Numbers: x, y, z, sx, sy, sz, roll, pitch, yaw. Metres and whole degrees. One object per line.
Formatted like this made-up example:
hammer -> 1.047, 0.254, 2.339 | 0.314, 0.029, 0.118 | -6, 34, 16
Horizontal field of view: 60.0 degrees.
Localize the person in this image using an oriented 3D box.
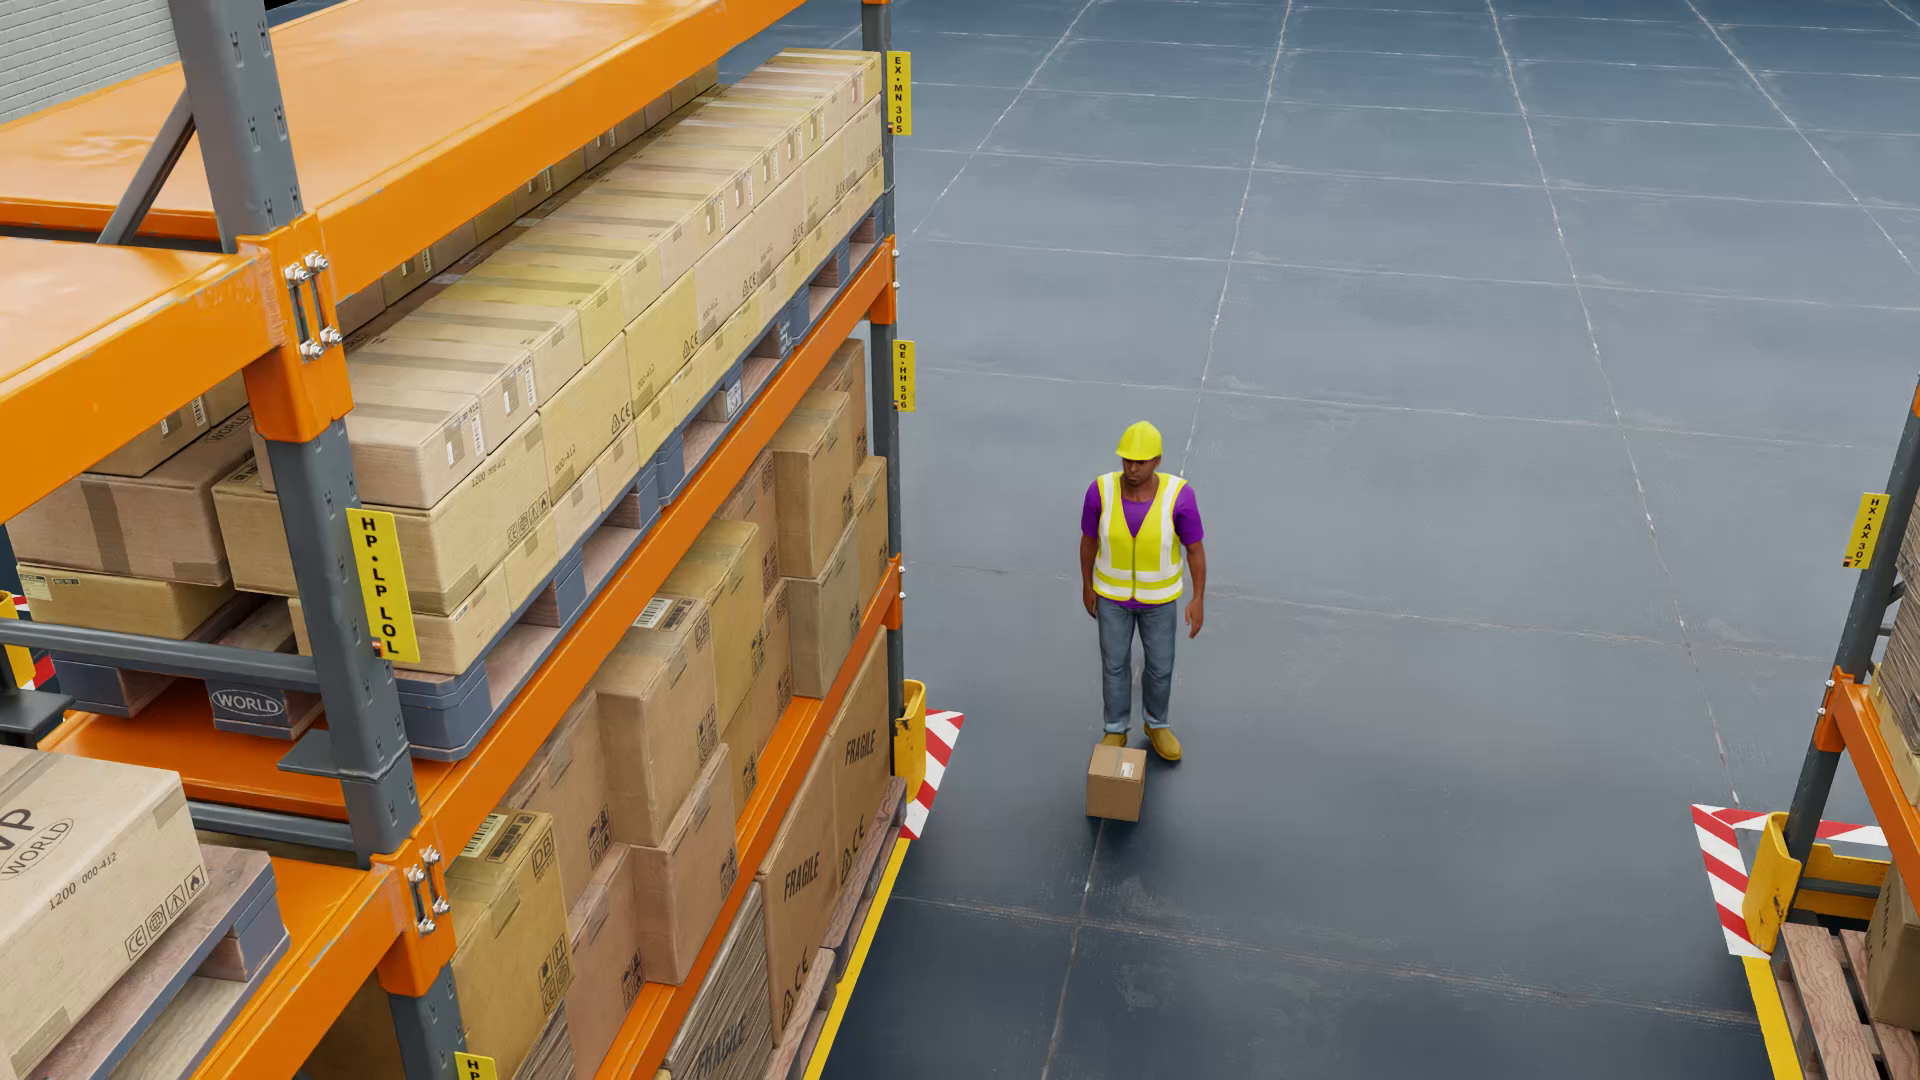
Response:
person -> 0.871, 0.282, 8.044 | 0.634, 1.782, 0.422 | 6, 29, 11
